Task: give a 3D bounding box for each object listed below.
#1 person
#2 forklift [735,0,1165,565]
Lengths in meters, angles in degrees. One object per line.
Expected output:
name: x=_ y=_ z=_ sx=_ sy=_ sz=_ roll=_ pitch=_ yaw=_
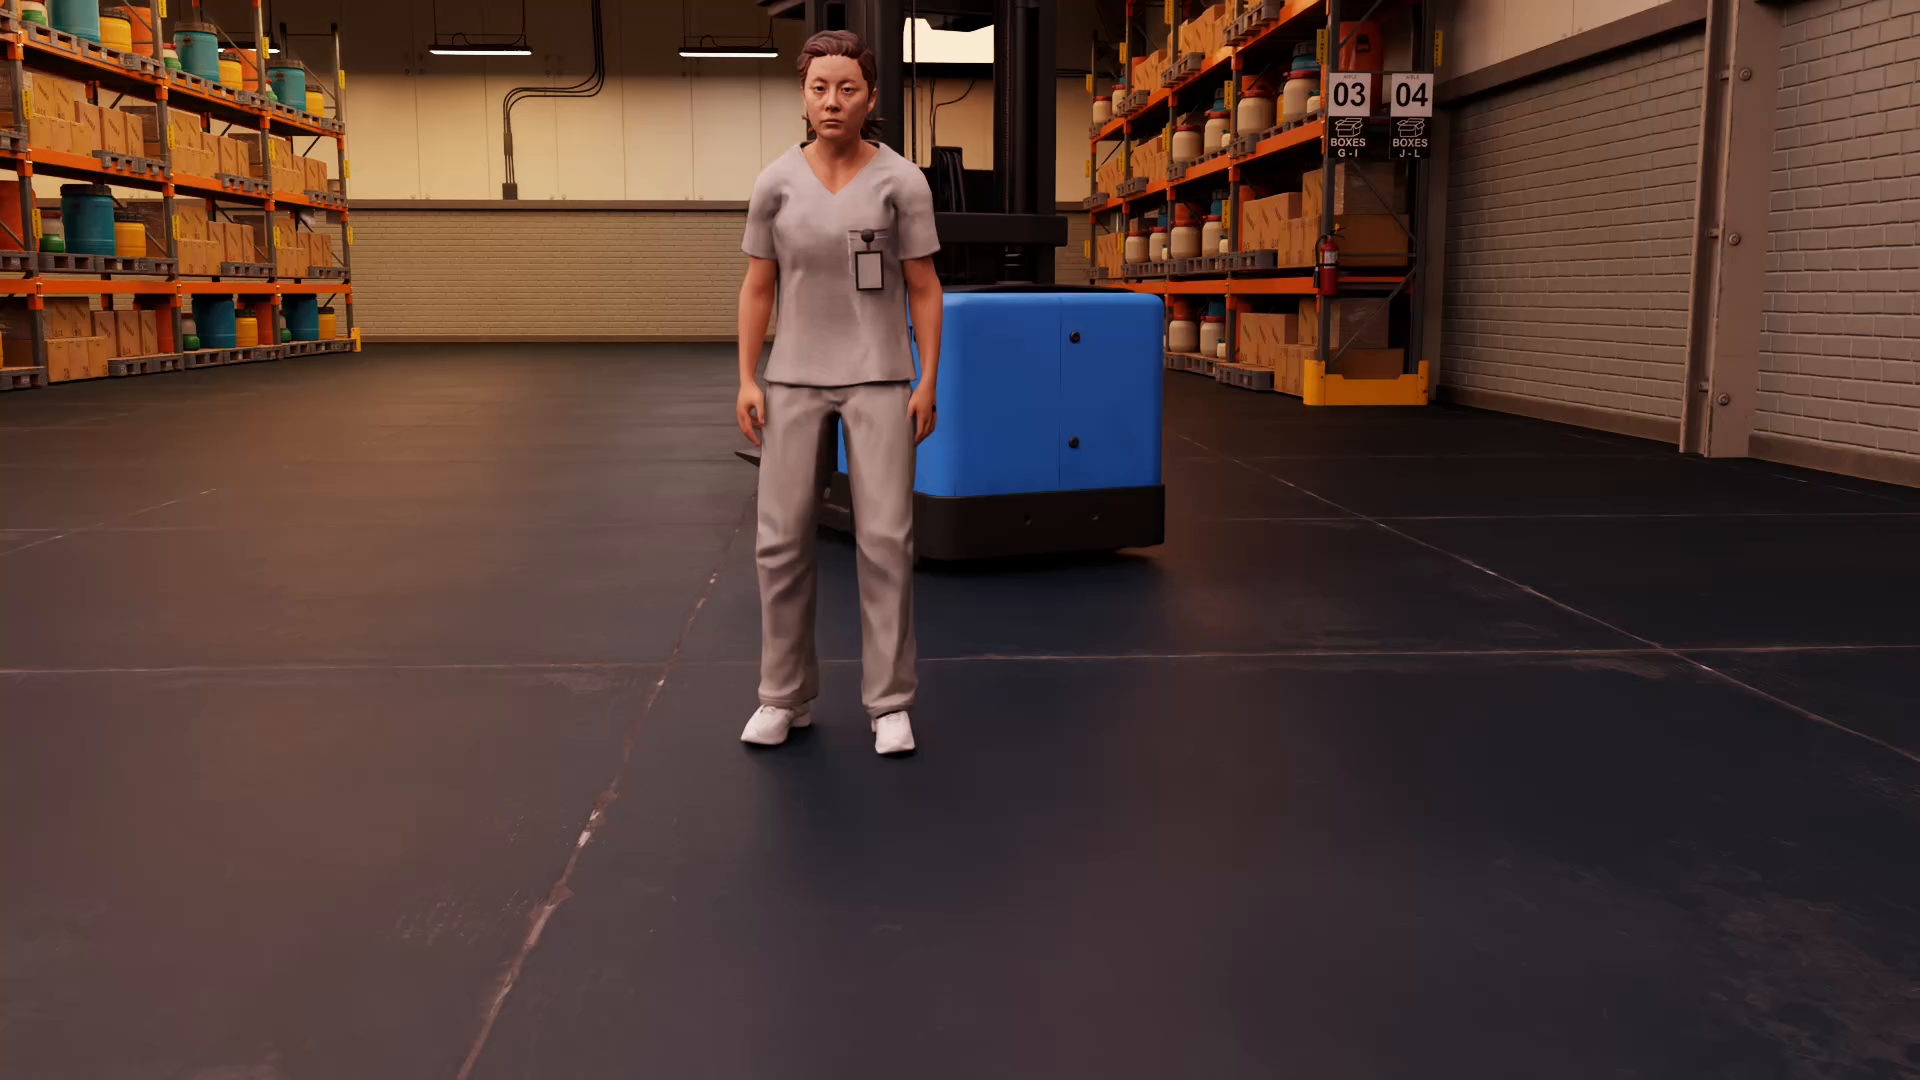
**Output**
person: x=-0.286 y=-0.346 z=3.955 sx=0.489 sy=1.672 sz=0.363 roll=1 pitch=8 yaw=5
forklift: x=-0.264 y=-1.530 z=7.637 sx=1.130 sy=2.935 sz=3.031 roll=-4 pitch=9 yaw=-25
